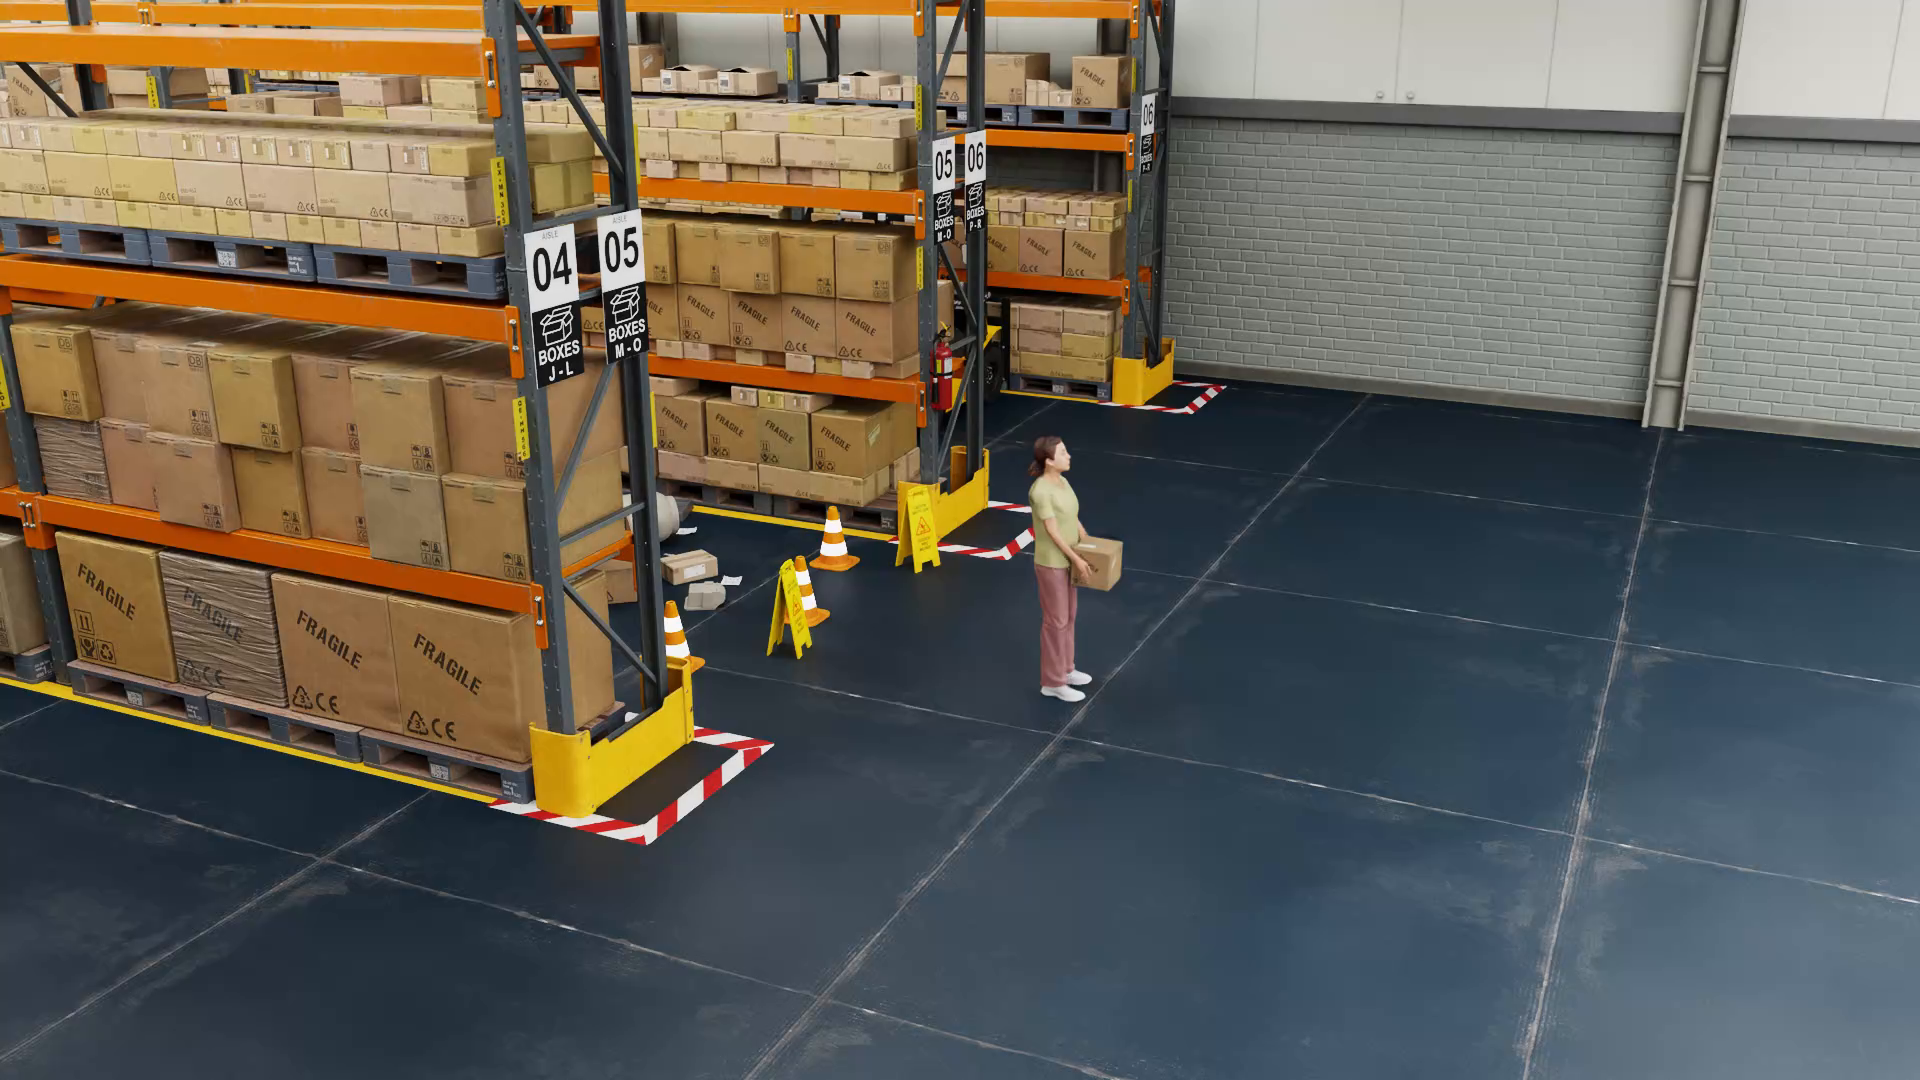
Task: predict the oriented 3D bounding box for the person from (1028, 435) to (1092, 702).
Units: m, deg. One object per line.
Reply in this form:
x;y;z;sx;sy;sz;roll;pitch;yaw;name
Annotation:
0.649;0.155;10.617;0.489;1.677;0.477;8;21;22;person
